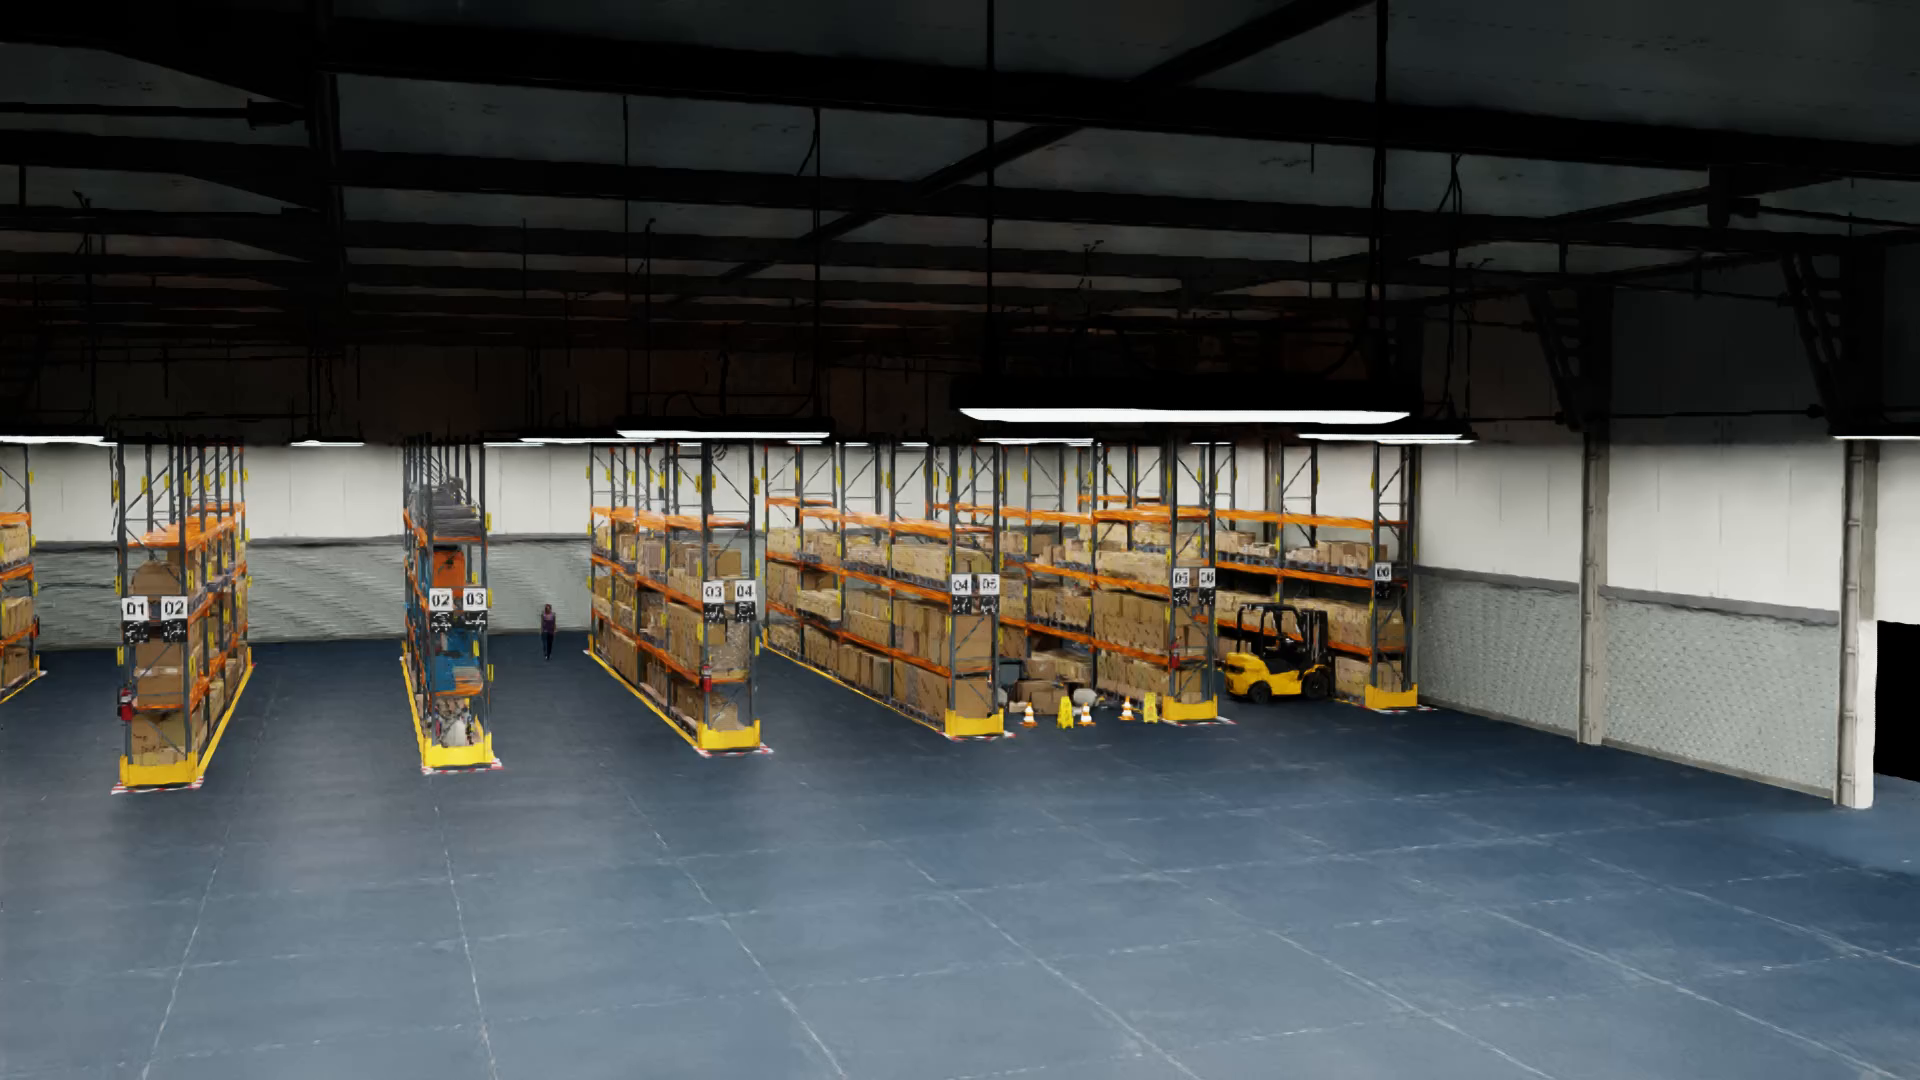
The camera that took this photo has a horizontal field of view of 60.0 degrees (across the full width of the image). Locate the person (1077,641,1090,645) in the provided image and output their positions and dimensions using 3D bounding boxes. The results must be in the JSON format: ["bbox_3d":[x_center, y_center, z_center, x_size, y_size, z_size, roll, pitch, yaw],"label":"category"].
[{"bbox_3d":[-9.479,0.926,31.706,26.945,5.915,31.846,0,3,-1],"label":"person"}]

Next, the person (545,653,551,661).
[{"bbox_3d":[-11.135,3.127,44.907,0.293,0.189,1.032,-1,3,-22],"label":"person"}]

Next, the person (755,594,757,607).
[{"bbox_3d":[-6.269,1.829,50.129,0.424,0.934,0.386,3,4,44],"label":"person"}]
